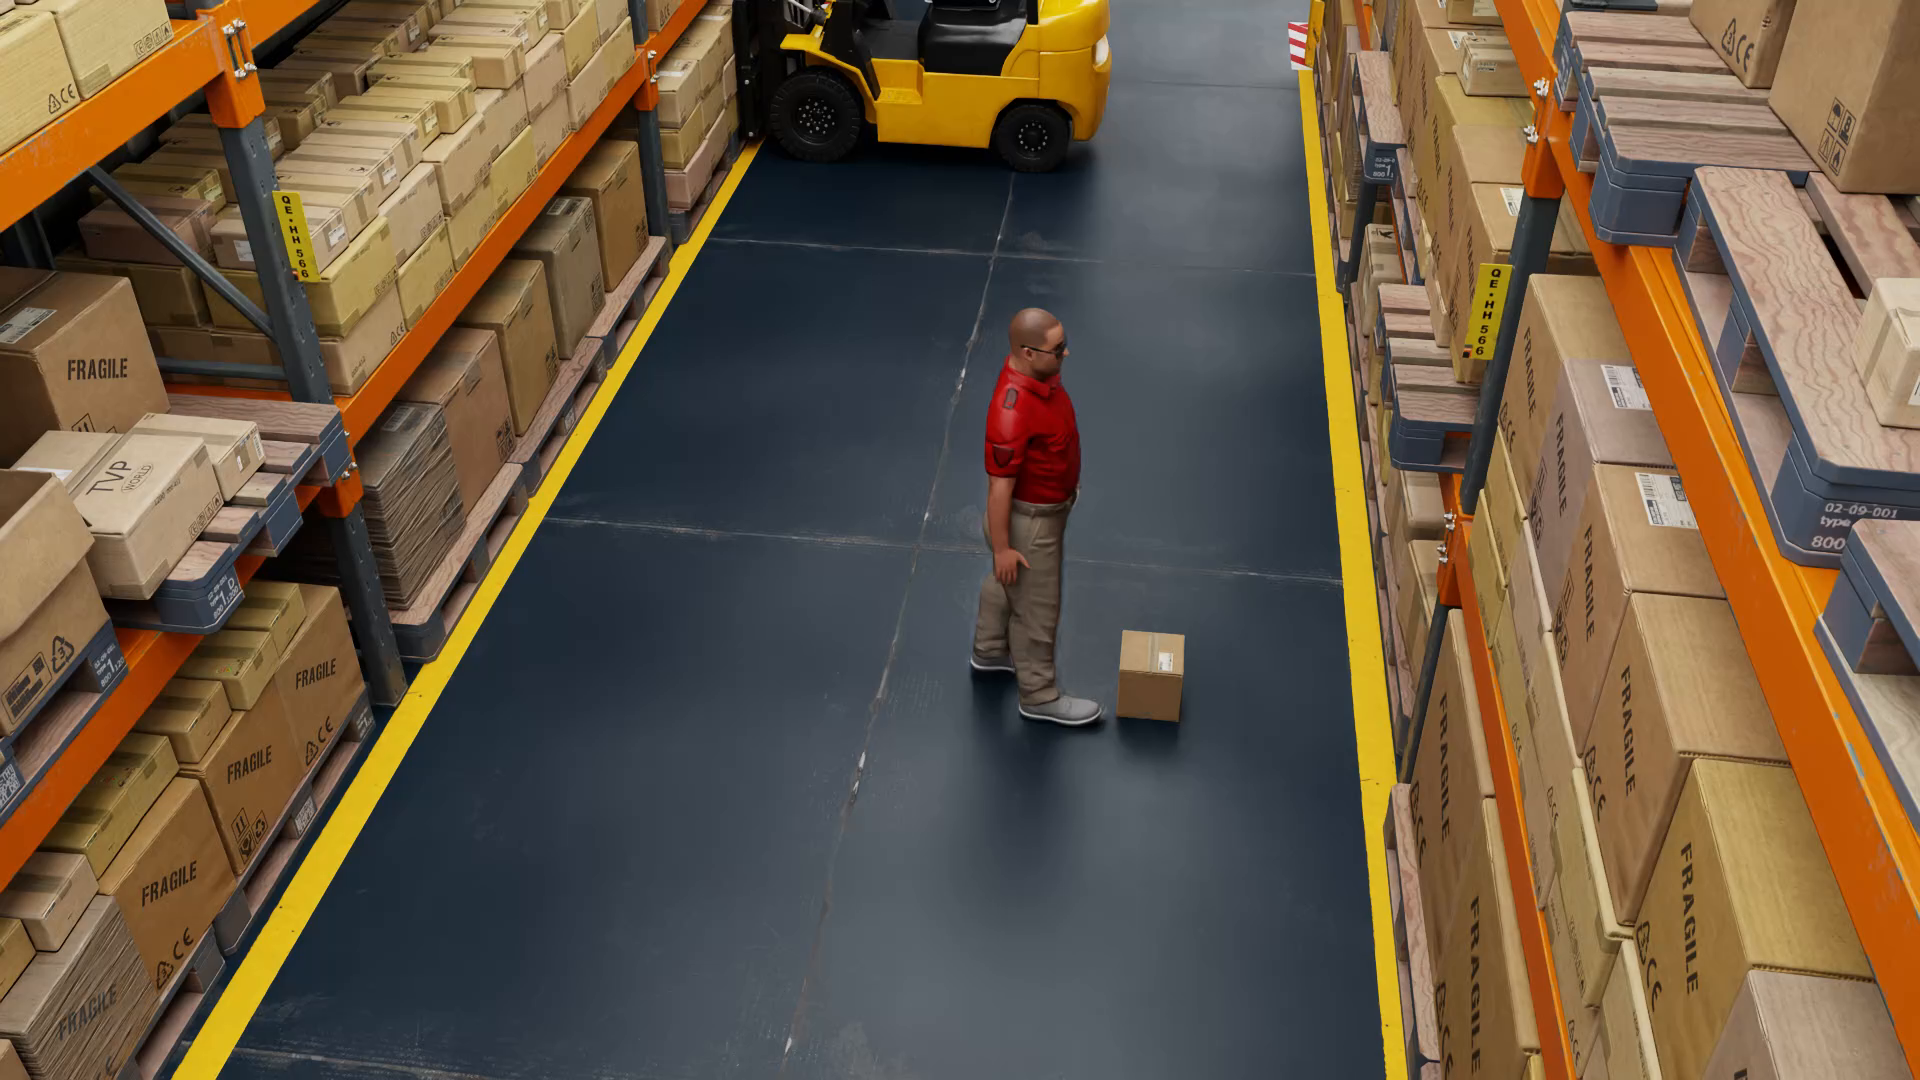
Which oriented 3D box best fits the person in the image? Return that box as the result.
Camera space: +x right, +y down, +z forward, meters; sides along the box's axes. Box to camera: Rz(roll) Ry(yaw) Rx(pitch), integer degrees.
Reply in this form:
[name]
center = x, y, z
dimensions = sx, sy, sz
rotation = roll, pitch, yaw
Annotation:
[person]
center = 0.305, -0.093, 6.271
dimensions = 0.557, 1.728, 0.562
rotation = 5, 36, 6
